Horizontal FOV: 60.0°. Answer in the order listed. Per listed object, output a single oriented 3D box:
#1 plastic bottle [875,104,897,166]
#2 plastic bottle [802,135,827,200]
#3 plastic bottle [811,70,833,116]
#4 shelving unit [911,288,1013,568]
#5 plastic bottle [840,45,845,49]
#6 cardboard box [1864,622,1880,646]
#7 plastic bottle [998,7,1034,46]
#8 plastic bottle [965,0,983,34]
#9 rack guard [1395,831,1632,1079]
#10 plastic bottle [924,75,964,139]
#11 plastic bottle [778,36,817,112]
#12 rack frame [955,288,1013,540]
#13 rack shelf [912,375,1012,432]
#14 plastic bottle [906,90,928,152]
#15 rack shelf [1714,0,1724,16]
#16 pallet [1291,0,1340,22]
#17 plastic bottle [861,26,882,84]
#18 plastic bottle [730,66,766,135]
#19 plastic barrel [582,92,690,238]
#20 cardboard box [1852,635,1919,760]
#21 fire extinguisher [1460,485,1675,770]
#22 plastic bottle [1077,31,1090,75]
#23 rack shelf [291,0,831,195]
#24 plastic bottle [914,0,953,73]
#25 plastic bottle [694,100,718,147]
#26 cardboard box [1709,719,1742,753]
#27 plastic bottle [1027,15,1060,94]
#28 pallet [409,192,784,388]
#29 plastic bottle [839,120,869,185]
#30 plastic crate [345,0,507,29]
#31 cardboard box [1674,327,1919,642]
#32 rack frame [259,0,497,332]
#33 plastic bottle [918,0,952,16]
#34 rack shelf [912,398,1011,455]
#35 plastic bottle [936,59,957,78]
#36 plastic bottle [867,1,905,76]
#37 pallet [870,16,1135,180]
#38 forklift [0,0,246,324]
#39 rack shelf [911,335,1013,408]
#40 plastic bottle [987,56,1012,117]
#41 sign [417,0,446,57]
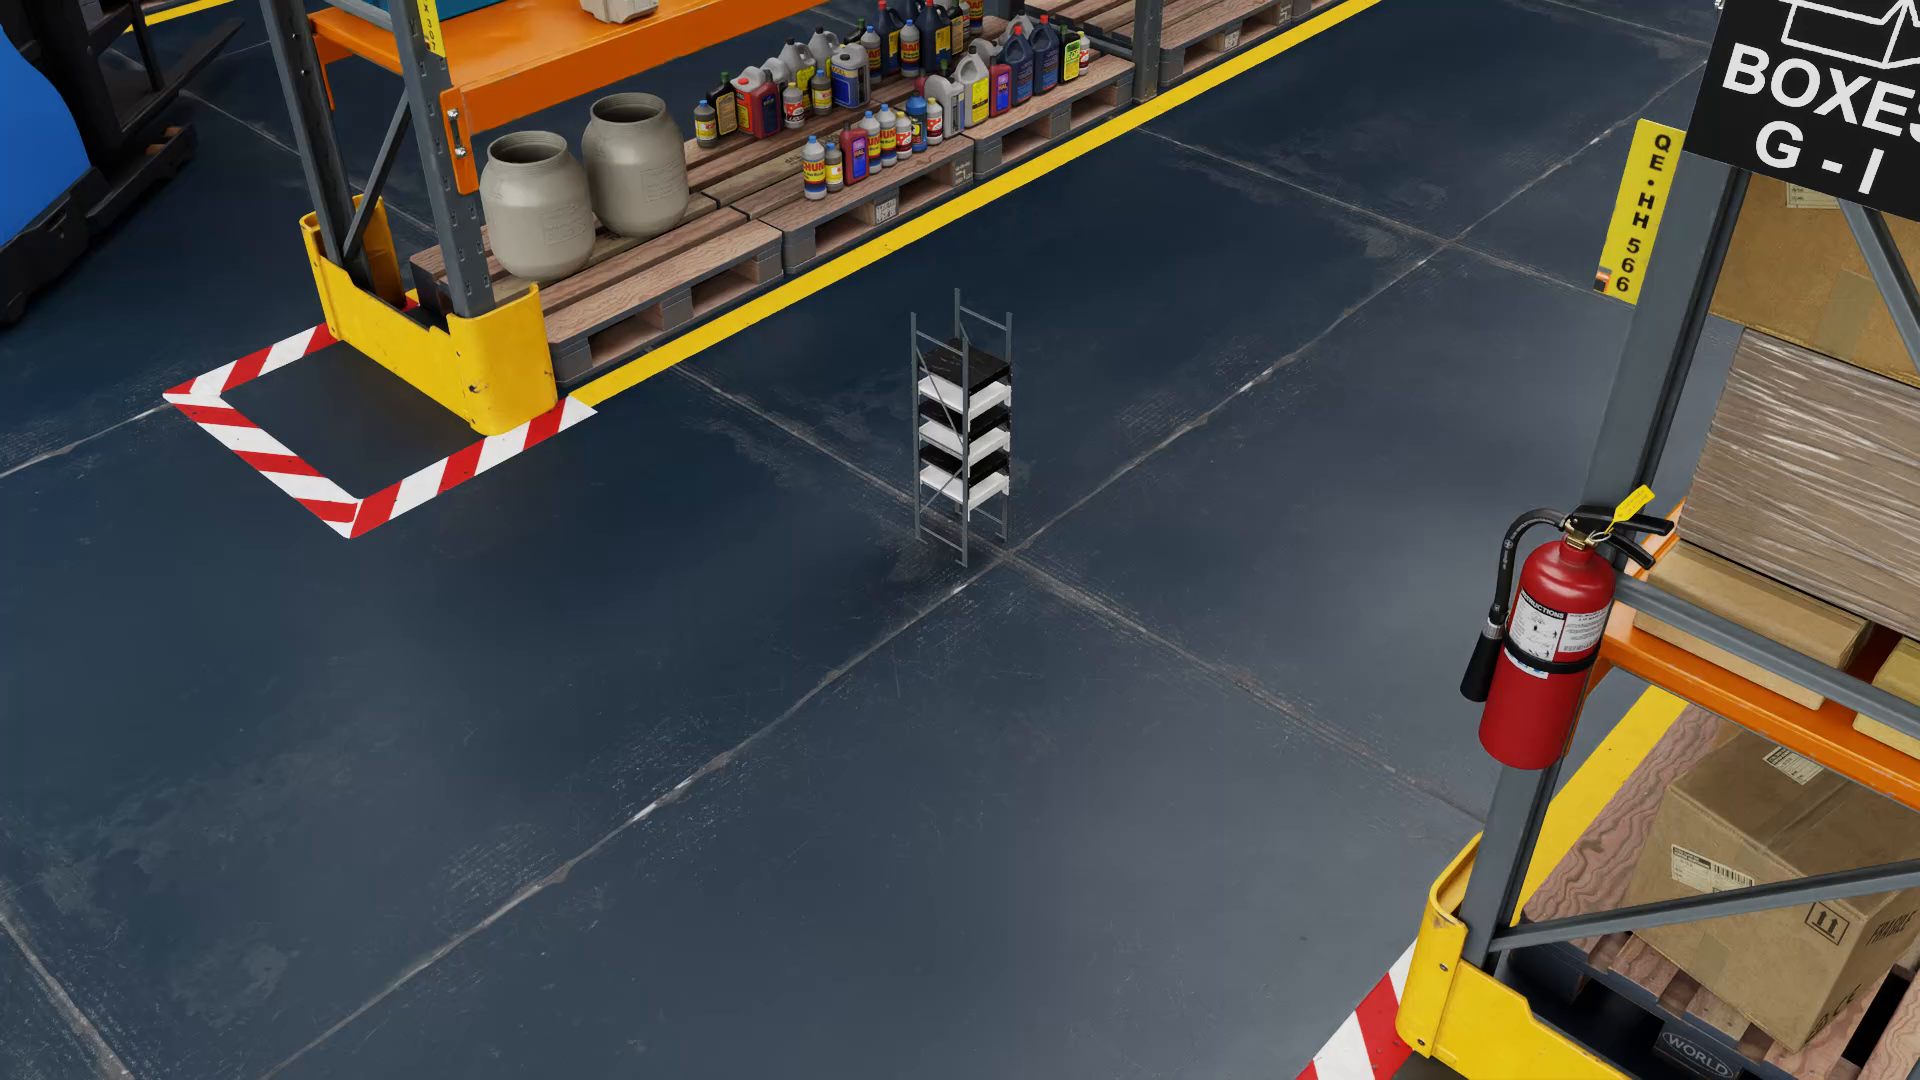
[{"bbox_3d":[-0.335,-1.827,7.476,0.097,0.271,0.097,0,38,0],"label":"plastic bottle"},{"bbox_3d":[-0.634,-1.624,7.221,0.097,0.271,0.097,0,38,0],"label":"plastic bottle"},{"bbox_3d":[-0.660,-2.137,7.923,0.097,0.201,0.097,0,38,0],"label":"plastic bottle"},{"bbox_3d":[0.005,-0.356,5.475,0.258,0.900,0.210,30,47,32],"label":"shelving unit"},{"bbox_3d":[-0.575,-2.328,8.163,0.097,0.201,0.097,0,38,0],"label":"plastic bottle"},{"bbox_3d":[1.778,0.028,3.506,0.380,0.149,0.250,30,47,32],"label":"cardboard box"},{"bbox_3d":[0.283,-2.434,8.176,0.144,0.351,0.185,30,47,32],"label":"plastic bottle"},{"bbox_3d":[0.073,-2.797,8.696,0.097,0.271,0.097,0,38,0],"label":"plastic bottle"},{"bbox_3d":[1.620,1.206,3.832,1.175,0.500,0.348,30,47,32],"label":"rack guard"},{"bbox_3d":[-0.070,-2.035,7.734,0.152,0.276,0.135,31,48,33],"label":"plastic bottle"},{"bbox_3d":[-0.779,-2.226,7.915,0.144,0.351,0.185,32,48,33],"label":"plastic bottle"},{"bbox_3d":[0.074,-0.403,5.533,0.240,0.900,0.006,30,47,32],"label":"rack frame"},{"bbox_3d":[0.005,-0.471,5.383,0.258,0.077,0.200,30,47,32],"label":"rack shelf"},{"bbox_3d":[-0.198,-1.920,7.594,0.097,0.271,0.097,0,38,0],"label":"plastic bottle"},{"bbox_3d":[2.918,-1.549,3.456,1.077,0.370,4.000,30,47,32],"label":"rack shelf"},{"bbox_3d":[1.936,-3.504,9.987,1.003,0.211,1.213,30,47,32],"label":"pallet"},{"bbox_3d":[-0.438,-2.393,8.188,0.097,0.271,0.097,0,38,0],"label":"plastic bottle"},{"bbox_3d":[-0.981,-2.056,7.760,0.152,0.276,0.135,30,47,32],"label":"plastic bottle"},{"bbox_3d":[-1.361,-1.573,6.979,0.421,0.512,0.421,0,38,0],"label":"plastic barrel"},{"bbox_3d":[1.937,0.330,3.127,0.380,0.149,0.250,30,47,32],"label":"cardboard box"},{"bbox_3d":[1.152,0.152,3.211,0.296,0.674,0.183,30,47,32],"label":"fire extinguisher"},{"bbox_3d":[0.597,-2.434,8.296,0.097,0.201,0.097,0,38,0],"label":"plastic bottle"},{"bbox_3d":[-0.738,-2.455,7.005,1.077,0.370,4.000,30,47,32],"label":"rack shelf"},{"bbox_3d":[-0.133,-2.533,8.301,0.144,0.351,0.185,30,47,32],"label":"plastic bottle"},{"bbox_3d":[-1.172,-1.922,7.652,0.097,0.201,0.097,0,38,0],"label":"plastic bottle"},{"bbox_3d":[2.381,0.507,4.373,0.500,0.500,0.500,-22,43,-25],"label":"cardboard box"},{"bbox_3d":[0.390,-2.374,8.100,0.144,0.351,0.185,28,46,31],"label":"plastic bottle"},{"bbox_3d":[-1.518,-1.152,7.029,1.003,0.211,1.213,30,47,32],"label":"pallet"},{"bbox_3d":[-0.468,-1.725,7.338,0.061,0.283,0.133,30,48,33],"label":"plastic bottle"},{"bbox_3d":[-1.970,-2.115,6.119,0.499,0.251,0.616,30,47,32],"label":"plastic crate"},{"bbox_3d":[1.960,-0.134,3.190,0.875,0.500,0.500,30,47,32],"label":"cardboard box"},{"bbox_3d":[-2.087,-1.817,5.625,1.000,3.000,0.127,30,47,32],"label":"rack frame"},{"bbox_3d":[-0.125,-2.639,8.493,0.152,0.276,0.135,31,48,33],"label":"plastic bottle"},{"bbox_3d":[0.005,-0.400,5.439,0.258,0.077,0.200,30,47,32],"label":"rack shelf"},{"bbox_3d":[-0.050,-2.142,7.862,0.061,0.283,0.133,30,47,32],"label":"plastic bottle"},{"bbox_3d":[-0.367,-2.507,8.268,0.144,0.351,0.185,28,46,30],"label":"plastic bottle"},{"bbox_3d":[0.128,-2.273,8.438,1.003,0.211,1.213,30,47,32],"label":"pallet"},{"bbox_3d":[-4.292,-2.855,6.985,1.130,2.935,3.031,3,39,4],"label":"forklift"},{"bbox_3d":[0.005,-0.541,5.327,0.258,0.077,0.200,30,47,32],"label":"rack shelf"},{"bbox_3d":[0.181,-2.167,7.894,0.133,0.283,0.061,-31,48,-33],"label":"plastic bottle"},{"bbox_3d":[-1.684,-1.693,5.246,0.100,0.325,0.005,30,47,32],"label":"sign"}]
